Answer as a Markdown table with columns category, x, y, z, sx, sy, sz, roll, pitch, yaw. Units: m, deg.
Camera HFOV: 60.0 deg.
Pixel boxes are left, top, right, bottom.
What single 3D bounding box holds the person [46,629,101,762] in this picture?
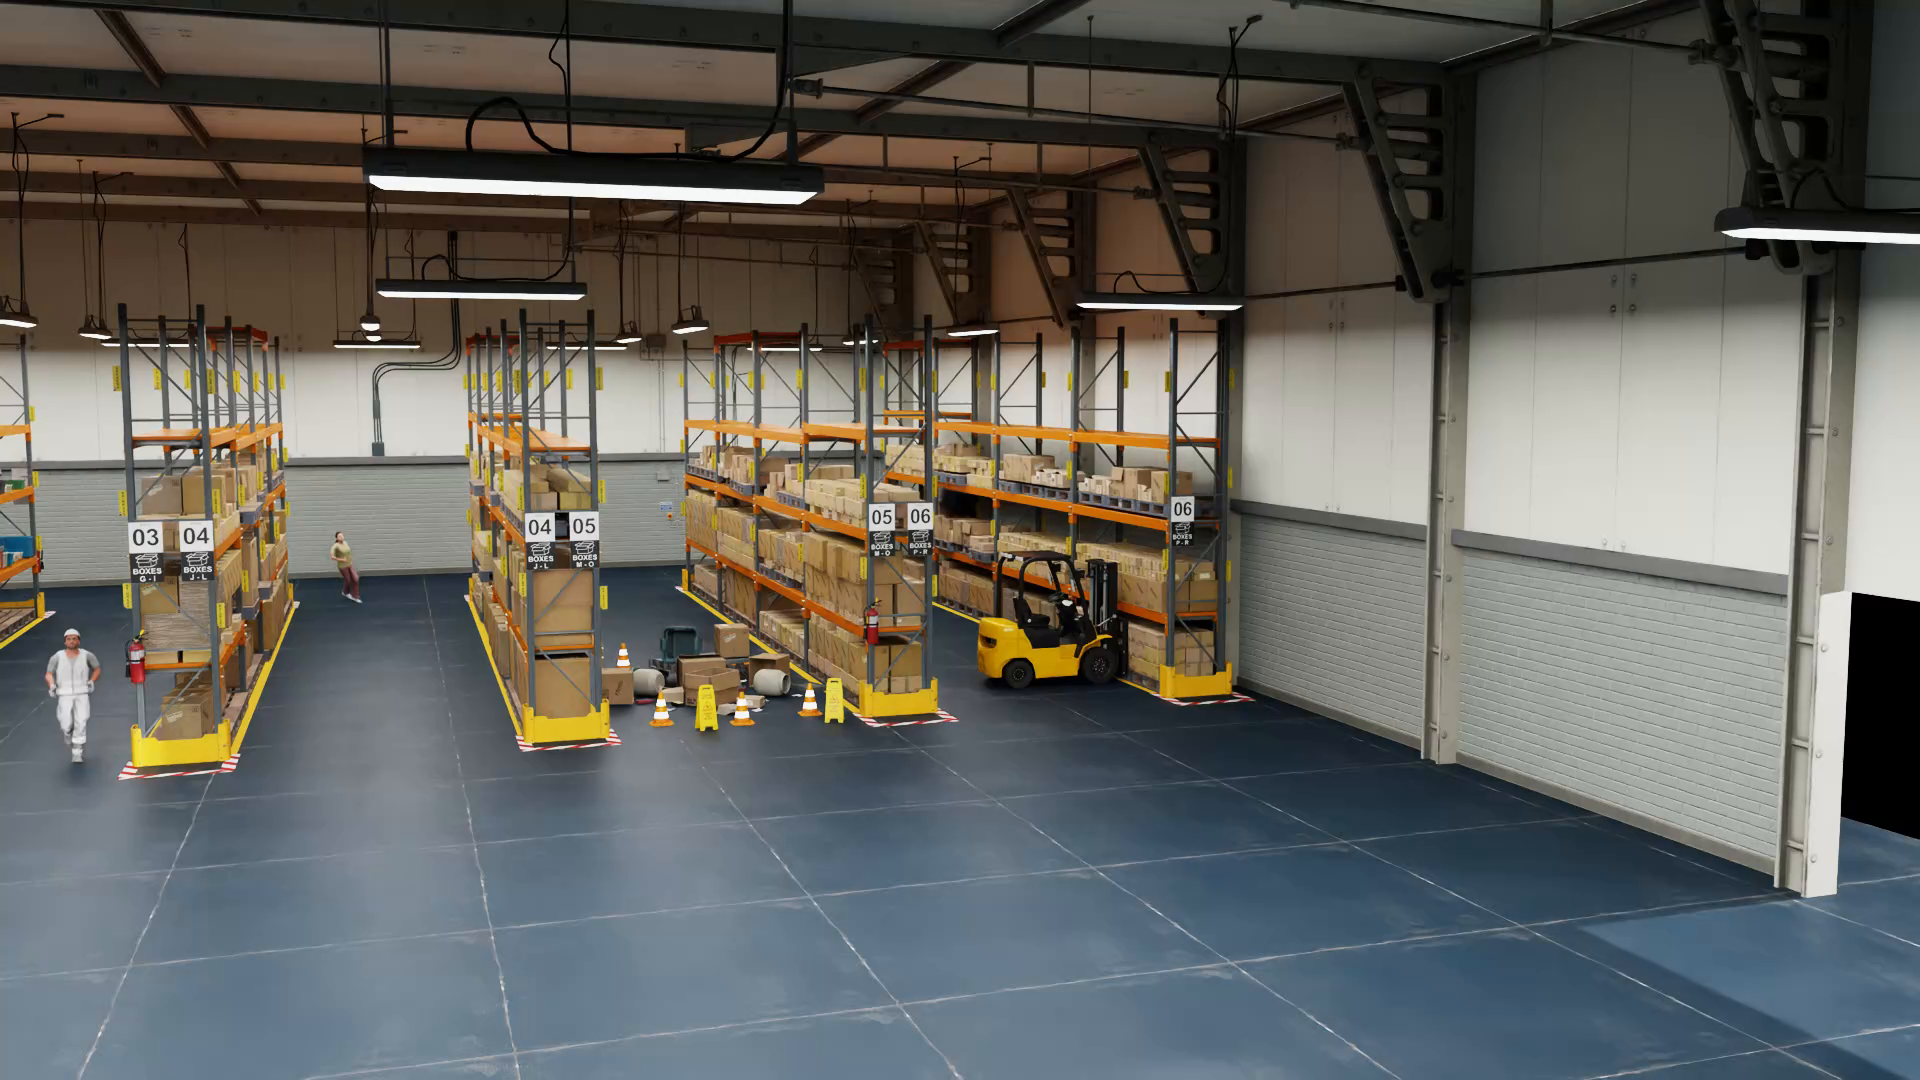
| category | x | y | z | sx | sy | sz | roll | pitch | yaw |
| --- | --- | --- | --- | --- | --- | --- | --- | --- | --- |
| person | -11.736 | 2.047 | 22.028 | 0.637 | 1.735 | 0.744 | -3 | 6 | -27 |

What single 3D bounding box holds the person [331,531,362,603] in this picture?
| category | x | y | z | sx | sy | sz | roll | pitch | yaw |
| --- | --- | --- | --- | --- | --- | --- | --- | --- | --- |
| person | -14.022 | 0.639 | 37.812 | 0.695 | 1.664 | 0.637 | 4 | 7 | 34 |
